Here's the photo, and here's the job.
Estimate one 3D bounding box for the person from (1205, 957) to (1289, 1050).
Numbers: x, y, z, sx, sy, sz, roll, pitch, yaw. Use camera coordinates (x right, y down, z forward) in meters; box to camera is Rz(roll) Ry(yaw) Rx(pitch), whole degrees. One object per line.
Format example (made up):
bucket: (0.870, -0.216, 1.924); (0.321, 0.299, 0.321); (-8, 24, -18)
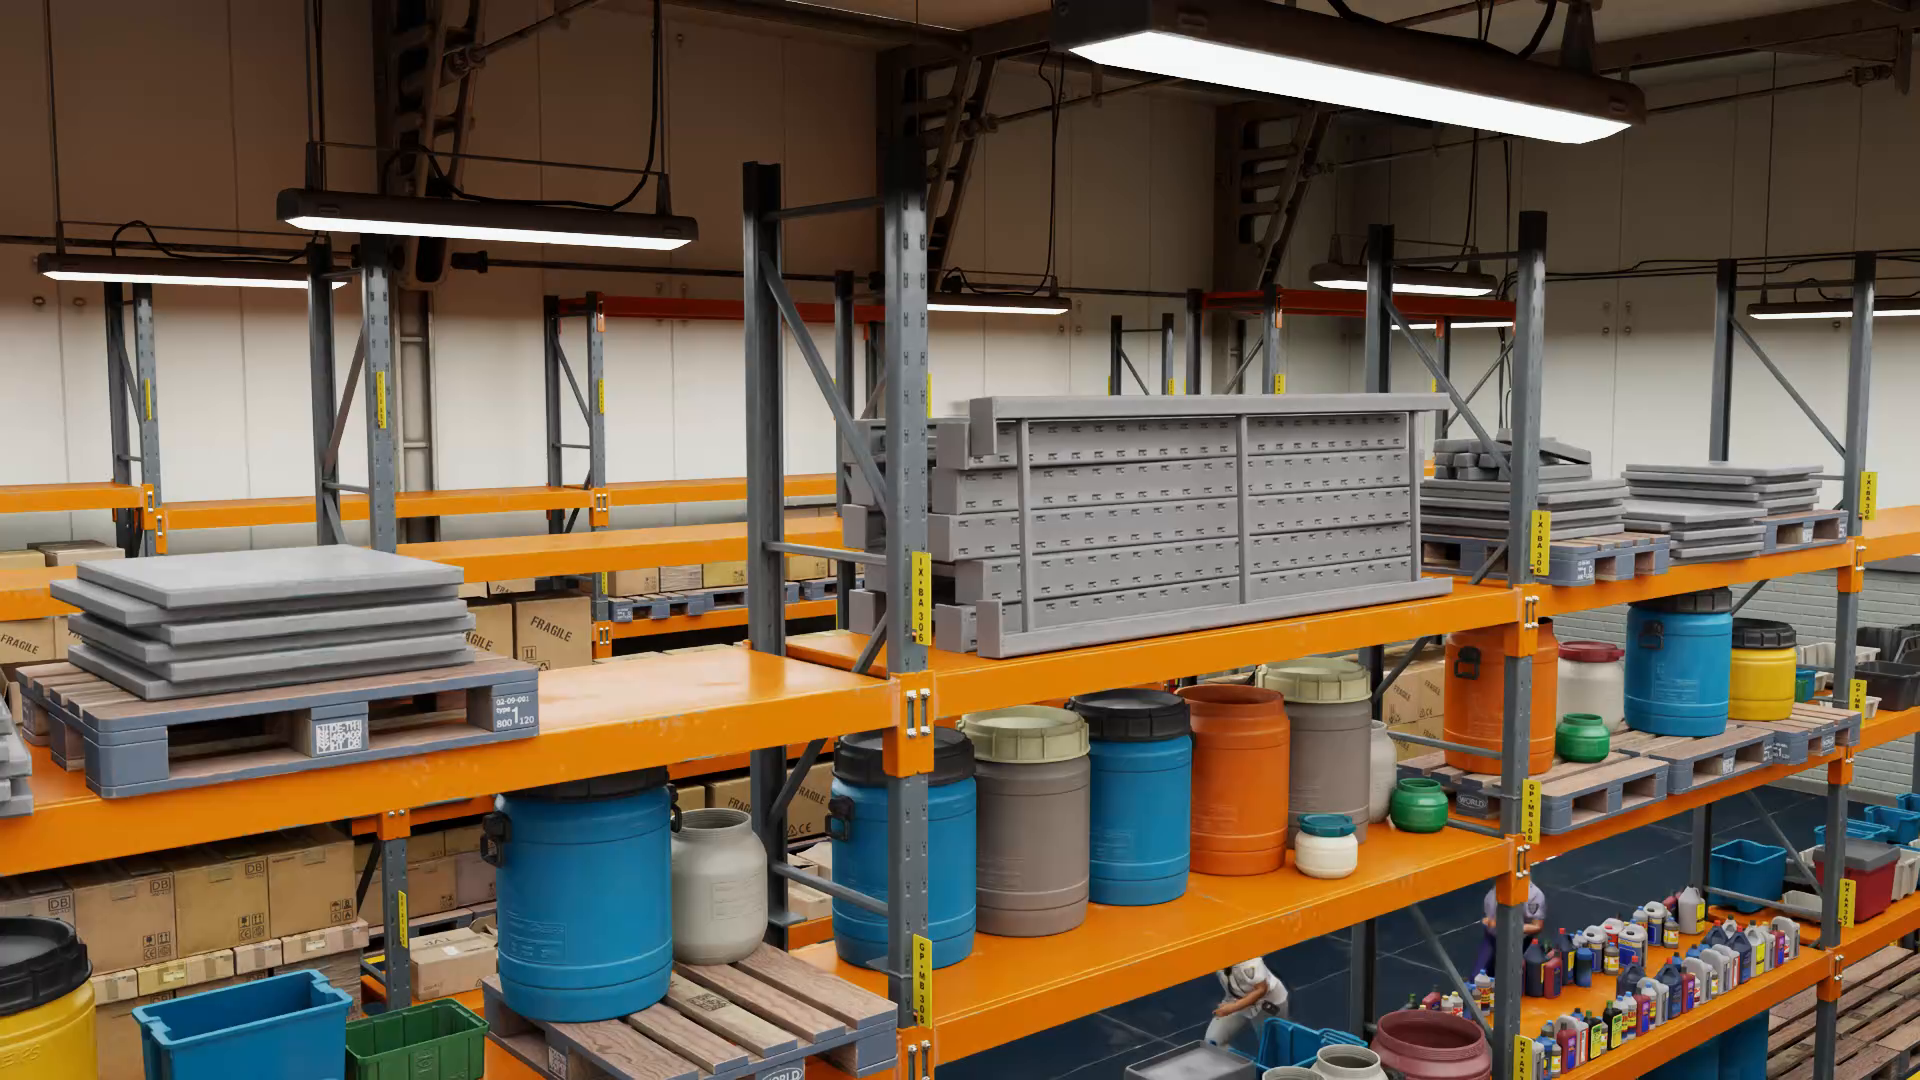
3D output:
person: (2.103, 3.284, 11.712); (1.049, 1.516, 0.609); (-3, 6, -27)

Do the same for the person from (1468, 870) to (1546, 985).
person: (4.226, 3.154, 12.631); (0.675, 1.693, 0.566); (-4, 7, -36)
